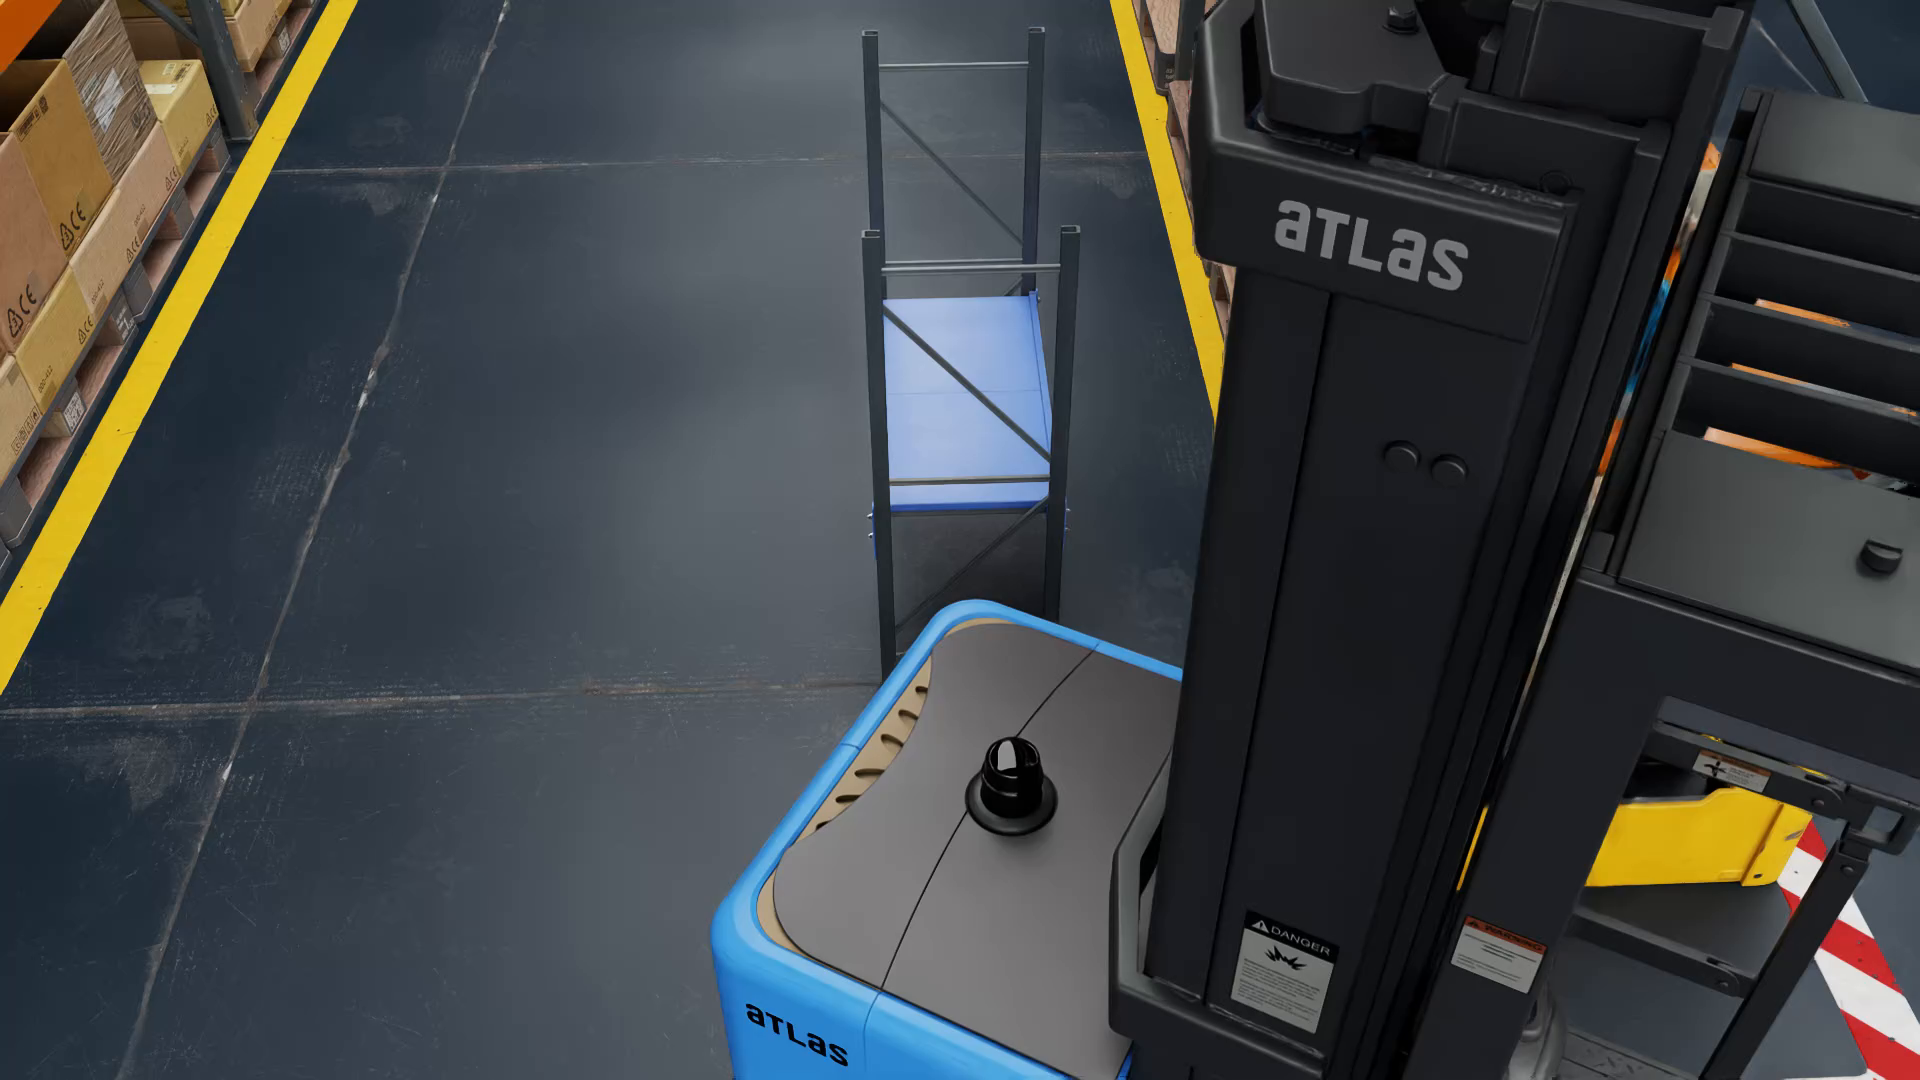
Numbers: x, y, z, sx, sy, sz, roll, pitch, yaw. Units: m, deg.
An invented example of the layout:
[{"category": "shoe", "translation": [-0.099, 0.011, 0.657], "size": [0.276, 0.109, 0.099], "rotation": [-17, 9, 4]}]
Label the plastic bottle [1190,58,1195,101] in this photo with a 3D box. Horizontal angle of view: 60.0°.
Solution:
[{"category": "plastic bottle", "translation": [1.000, -1.899, 6.795], "size": [0.097, 0.271, 0.097], "rotation": [0, 43, 0]}]

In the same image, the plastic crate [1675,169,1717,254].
[{"category": "plastic crate", "translation": [1.878, -0.786, 4.082], "size": [0.298, 0.136, 0.250], "rotation": [-2, 43, -2]}]

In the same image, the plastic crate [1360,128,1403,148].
[{"category": "plastic crate", "translation": [1.252, -0.983, 4.212], "size": [0.499, 0.251, 0.408], "rotation": [-2, 43, -2]}]

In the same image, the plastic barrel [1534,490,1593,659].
[{"category": "plastic barrel", "translation": [1.490, 0.051, 4.505], "size": [0.421, 0.512, 0.421], "rotation": [0, 43, 0]}]

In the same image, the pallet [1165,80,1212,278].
[{"category": "pallet", "translation": [1.411, -1.487, 6.716], "size": [1.003, 0.211, 1.213], "rotation": [-2, 43, -2]}]

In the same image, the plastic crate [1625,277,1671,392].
[{"category": "plastic crate", "translation": [1.274, -0.544, 3.734], "size": [0.499, 0.251, 0.616], "rotation": [-2, 43, -2]}]

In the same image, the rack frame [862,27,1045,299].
[{"category": "rack frame", "translation": [-0.018, -0.838, 5.055], "size": [0.500, 1.500, 0.032], "rotation": [-2, 43, -2]}]

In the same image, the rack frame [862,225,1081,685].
[{"category": "rack frame", "translation": [0.025, -0.152, 4.306], "size": [0.500, 1.500, 0.032], "rotation": [-2, 43, -2]}]

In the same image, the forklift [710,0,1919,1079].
[{"category": "forklift", "translation": [1.088, 0.560, 2.470], "size": [3.031, 2.935, 1.130], "rotation": [19, 46, 20]}]

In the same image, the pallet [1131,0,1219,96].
[{"category": "pallet", "translation": [1.352, -2.471, 7.790], "size": [1.003, 0.211, 1.213], "rotation": [-2, 43, -2]}]

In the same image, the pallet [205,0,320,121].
[{"category": "pallet", "translation": [-3.595, -2.299, 7.601], "size": [1.003, 0.211, 1.213], "rotation": [-2, 43, -2]}]

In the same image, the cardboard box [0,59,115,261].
[{"category": "cardboard box", "translation": [-3.252, -1.266, 5.580], "size": [0.500, 0.500, 0.500], "rotation": [-2, 43, -2]}]

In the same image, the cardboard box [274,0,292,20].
[{"category": "cardboard box", "translation": [-3.315, -2.596, 7.586], "size": [0.500, 0.250, 0.500], "rotation": [-1, 43, -1]}]

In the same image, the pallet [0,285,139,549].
[{"category": "pallet", "translation": [-3.478, -0.439, 5.572], "size": [1.003, 0.211, 1.213], "rotation": [-2, 43, -2]}]

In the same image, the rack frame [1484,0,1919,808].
[{"category": "rack frame", "translation": [1.594, -0.270, 3.324], "size": [1.000, 3.000, 0.127], "rotation": [-2, 43, -2]}]

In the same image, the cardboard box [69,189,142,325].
[{"category": "cardboard box", "translation": [-3.239, -0.990, 5.834], "size": [0.500, 0.250, 0.500], "rotation": [-2, 43, -2]}]

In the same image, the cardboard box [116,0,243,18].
[{"category": "cardboard box", "translation": [-3.293, -2.464, 7.028], "size": [0.500, 0.311, 0.500], "rotation": [-2, 43, -2]}]

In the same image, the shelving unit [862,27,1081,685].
[{"category": "shelving unit", "translation": [0.004, -0.495, 4.680], "size": [0.538, 1.500, 1.048], "rotation": [-2, 43, -2]}]

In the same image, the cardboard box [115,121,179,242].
[{"category": "cardboard box", "translation": [-3.275, -1.327, 6.202], "size": [0.500, 0.250, 0.500], "rotation": [-2, 43, -2]}]

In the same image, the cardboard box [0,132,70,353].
[{"category": "cardboard box", "translation": [-3.216, -0.929, 5.212], "size": [0.500, 0.500, 0.500], "rotation": [-2, 43, -2]}]

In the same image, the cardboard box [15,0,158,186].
[{"category": "cardboard box", "translation": [-3.277, -1.603, 5.948], "size": [0.500, 0.500, 0.500], "rotation": [-2, 43, -2]}]

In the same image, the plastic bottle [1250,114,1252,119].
[{"category": "plastic bottle", "translation": [1.044, -1.599, 6.409], "size": [0.144, 0.351, 0.185], "rotation": [-1, 43, -1]}]

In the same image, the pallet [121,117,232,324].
[{"category": "pallet", "translation": [-3.533, -1.264, 6.473], "size": [1.003, 0.211, 1.213], "rotation": [-2, 43, -2]}]

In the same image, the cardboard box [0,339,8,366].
[{"category": "cardboard box", "translation": [-3.213, -0.591, 4.844], "size": [0.500, 0.500, 0.500], "rotation": [-2, 43, -2]}]

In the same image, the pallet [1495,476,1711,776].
[{"category": "pallet", "translation": [1.515, 0.160, 4.919], "size": [1.003, 0.211, 1.213], "rotation": [-2, 43, -2]}]

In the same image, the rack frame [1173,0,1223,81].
[{"category": "rack frame", "translation": [1.424, -2.970, 6.270], "size": [1.000, 3.000, 0.127], "rotation": [-2, 43, -2]}]

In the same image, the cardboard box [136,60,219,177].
[{"category": "cardboard box", "translation": [-3.287, -1.665, 6.570], "size": [0.500, 0.250, 0.500], "rotation": [-2, 43, -2]}]

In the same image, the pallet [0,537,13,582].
[{"category": "pallet", "translation": [-3.429, 0.383, 4.676], "size": [1.003, 0.211, 1.213], "rotation": [-2, 43, -2]}]

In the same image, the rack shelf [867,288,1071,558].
[{"category": "rack shelf", "translation": [0.004, -0.363, 4.802], "size": [0.538, 0.185, 1.000], "rotation": [-2, 43, -2]}]

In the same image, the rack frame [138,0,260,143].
[{"category": "rack frame", "translation": [-3.525, -2.830, 6.118], "size": [1.000, 3.000, 0.127], "rotation": [-2, 43, -2]}]

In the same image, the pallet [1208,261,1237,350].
[{"category": "pallet", "translation": [1.466, -0.662, 5.816], "size": [1.003, 0.211, 1.213], "rotation": [-2, 43, -2]}]

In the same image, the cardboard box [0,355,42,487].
[{"category": "cardboard box", "translation": [-3.201, -0.315, 5.097], "size": [0.500, 0.250, 0.500], "rotation": [-2, 43, -2]}]

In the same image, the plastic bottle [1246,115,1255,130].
[{"category": "plastic bottle", "translation": [1.052, -1.471, 6.270], "size": [0.144, 0.351, 0.185], "rotation": [-3, 43, -4]}]

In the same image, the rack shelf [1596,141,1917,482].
[{"category": "rack shelf", "translation": [1.509, -1.355, 5.040], "size": [1.077, 0.370, 4.000], "rotation": [-2, 43, -2]}]

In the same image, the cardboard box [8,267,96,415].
[{"category": "cardboard box", "translation": [-3.217, -0.652, 5.466], "size": [0.500, 0.250, 0.500], "rotation": [-2, 43, -2]}]

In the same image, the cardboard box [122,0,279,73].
[{"category": "cardboard box", "translation": [-3.294, -2.251, 7.210], "size": [0.500, 0.250, 0.500], "rotation": [-3, 43, -3]}]

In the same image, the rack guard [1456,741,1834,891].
[{"category": "rack guard", "translation": [1.544, 0.602, 4.223], "size": [1.175, 0.500, 0.348], "rotation": [-2, 43, -2]}]

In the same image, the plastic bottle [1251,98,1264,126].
[{"category": "plastic bottle", "translation": [1.188, -1.603, 6.414], "size": [0.144, 0.351, 0.185], "rotation": [-2, 43, -2]}]
